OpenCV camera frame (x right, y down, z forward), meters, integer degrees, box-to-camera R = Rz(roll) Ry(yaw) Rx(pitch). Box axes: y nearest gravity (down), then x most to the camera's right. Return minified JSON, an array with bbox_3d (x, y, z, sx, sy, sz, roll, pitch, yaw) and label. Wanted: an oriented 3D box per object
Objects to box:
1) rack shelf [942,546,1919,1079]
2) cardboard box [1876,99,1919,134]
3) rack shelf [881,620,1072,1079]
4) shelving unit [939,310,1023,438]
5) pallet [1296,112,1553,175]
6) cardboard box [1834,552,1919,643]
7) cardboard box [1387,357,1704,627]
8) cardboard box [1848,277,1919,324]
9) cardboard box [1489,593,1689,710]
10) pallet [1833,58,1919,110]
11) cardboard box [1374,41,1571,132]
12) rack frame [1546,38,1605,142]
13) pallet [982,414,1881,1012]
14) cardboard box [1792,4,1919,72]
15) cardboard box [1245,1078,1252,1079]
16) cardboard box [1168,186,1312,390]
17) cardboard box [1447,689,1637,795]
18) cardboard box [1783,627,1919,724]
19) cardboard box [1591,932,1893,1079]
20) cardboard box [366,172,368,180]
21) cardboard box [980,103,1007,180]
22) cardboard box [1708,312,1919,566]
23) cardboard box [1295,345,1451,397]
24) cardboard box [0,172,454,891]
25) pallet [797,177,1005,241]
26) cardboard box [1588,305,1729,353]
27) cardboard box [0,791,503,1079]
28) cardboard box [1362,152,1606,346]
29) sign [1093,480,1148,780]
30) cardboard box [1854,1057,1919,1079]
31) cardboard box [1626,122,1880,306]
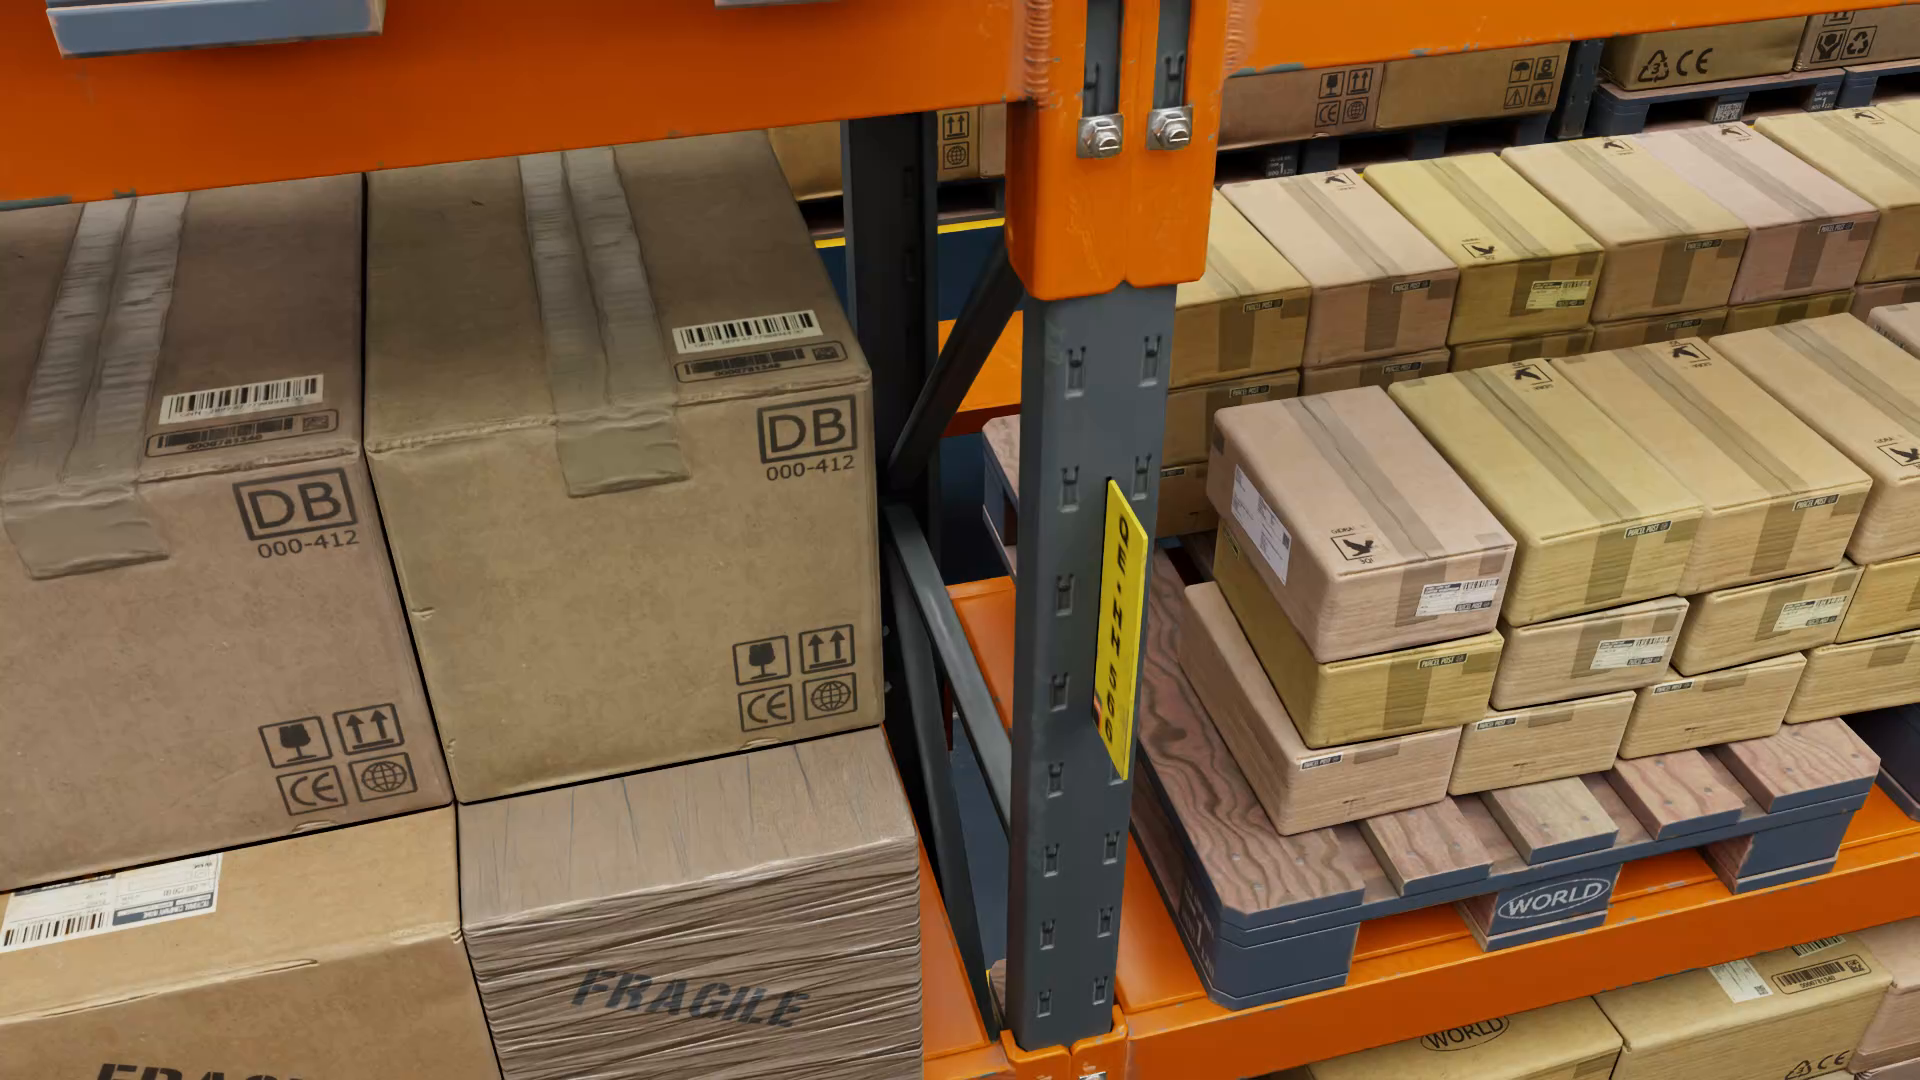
[{"bbox_3d":[1.945,0.202,3.110,4.000,0.370,1.077,-9,38,-12],"label":"rack shelf"},{"bbox_3d":[1.868,-0.662,3.017,0.250,0.149,0.380,-8,38,-11],"label":"cardboard box"},{"bbox_3d":[-1.917,0.835,2.282,4.000,0.370,1.077,-9,38,-12],"label":"rack shelf"},{"bbox_3d":[-0.074,-0.584,4.779,1.083,1.500,0.587,-9,38,-12],"label":"shelving unit"},{"bbox_3d":[1.955,-2.052,7.759,1.213,0.211,1.003,-9,38,-12],"label":"pallet"},{"bbox_3d":[1.294,-0.040,2.450,0.250,0.149,0.380,-9,38,-12],"label":"cardboard box"},{"bbox_3d":[0.769,-0.074,2.250,0.250,0.149,0.380,-10,39,-13],"label":"cardboard box"},{"bbox_3d":[1.617,-0.503,3.056,0.250,0.149,0.380,-8,38,-11],"label":"cardboard box"},{"bbox_3d":[0.794,0.044,2.339,0.250,0.149,0.380,-8,38,-10],"label":"cardboard box"},{"bbox_3d":[4.615,-2.489,8.330,1.213,0.211,1.003,-9,38,-12],"label":"pallet"},{"bbox_3d":[2.067,-2.536,7.500,0.875,0.875,1.225,-9,38,-12],"label":"cardboard box"},{"bbox_3d":[2.680,-3.326,7.130,0.127,3.000,1.000,-9,38,-12],"label":"rack frame"},{"bbox_3d":[0.674,0.133,2.765,1.003,0.211,1.213,-9,38,-12],"label":"pallet"},{"bbox_3d":[4.207,-2.849,7.909,0.875,0.875,0.875,-9,38,-12],"label":"cardboard box"},{"bbox_3d":[0.763,1.096,3.060,0.500,0.500,0.500,-11,39,-14],"label":"cardboard box"},{"bbox_3d":[0.368,-0.417,2.698,0.250,0.149,0.380,-11,39,-14],"label":"cardboard box"},{"bbox_3d":[0.758,0.171,2.419,0.250,0.149,0.380,-8,38,-10],"label":"cardboard box"},{"bbox_3d":[1.278,0.084,2.532,0.250,0.149,0.380,-8,38,-10],"label":"cardboard box"},{"bbox_3d":[1.232,0.713,2.943,0.500,0.250,0.500,-10,38,-12],"label":"cardboard box"},{"bbox_3d":[-2.355,-1.661,6.648,0.500,0.500,0.700,-12,39,-16],"label":"cardboard box"},{"bbox_3d":[0.353,-2.249,7.125,0.875,0.875,1.225,-9,38,-12],"label":"cardboard box"},{"bbox_3d":[1.263,-0.152,2.352,0.250,0.149,0.380,-11,39,-14],"label":"cardboard box"},{"bbox_3d":[0.629,-0.341,2.843,0.250,0.149,0.380,-8,38,-10],"label":"cardboard box"},{"bbox_3d":[-0.910,-0.058,1.952,0.500,0.500,0.700,-10,39,-13],"label":"cardboard box"},{"bbox_3d":[-0.401,-1.666,7.254,1.213,0.211,1.003,-9,38,-12],"label":"pallet"},{"bbox_3d":[1.124,-0.424,2.951,0.250,0.149,0.380,-9,38,-12],"label":"cardboard box"},{"bbox_3d":[-0.833,0.500,2.045,0.500,0.500,0.500,-9,38,-12],"label":"cardboard box"},{"bbox_3d":[0.863,-0.497,2.803,0.250,0.149,0.380,-8,38,-11],"label":"cardboard box"},{"bbox_3d":[0.162,0.098,1.700,0.005,0.325,0.100,-9,38,-12],"label":"sign"},{"bbox_3d":[1.742,0.930,3.277,0.500,0.500,0.500,-10,39,-13],"label":"cardboard box"},{"bbox_3d":[1.355,-0.576,2.906,0.250,0.149,0.380,-9,38,-12],"label":"cardboard box"}]
